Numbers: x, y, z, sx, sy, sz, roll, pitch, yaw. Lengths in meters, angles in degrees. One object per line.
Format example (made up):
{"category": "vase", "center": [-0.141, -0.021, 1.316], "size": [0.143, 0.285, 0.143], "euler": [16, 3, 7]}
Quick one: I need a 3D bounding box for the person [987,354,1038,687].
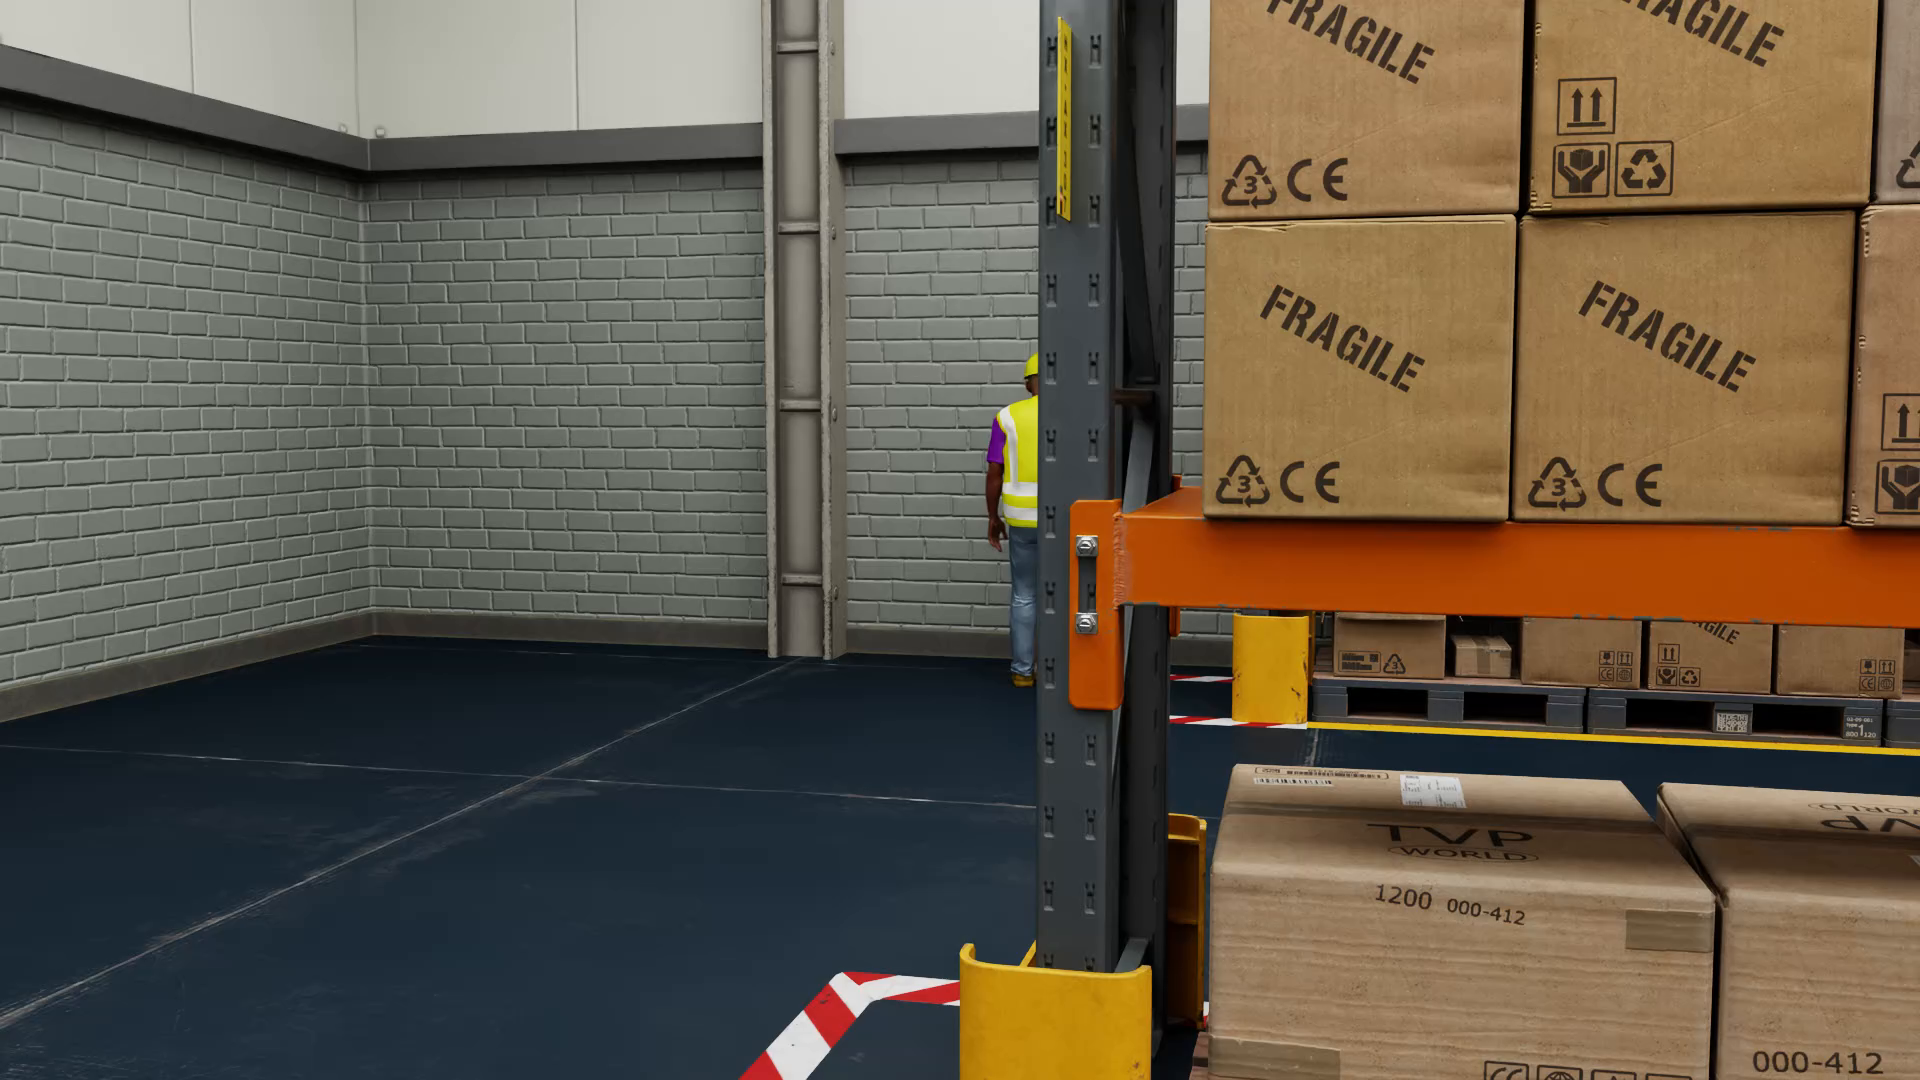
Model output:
{"category": "person", "center": [0.458, -0.111, 8.740], "size": [0.628, 1.761, 0.456], "euler": [1, 5, 14]}
